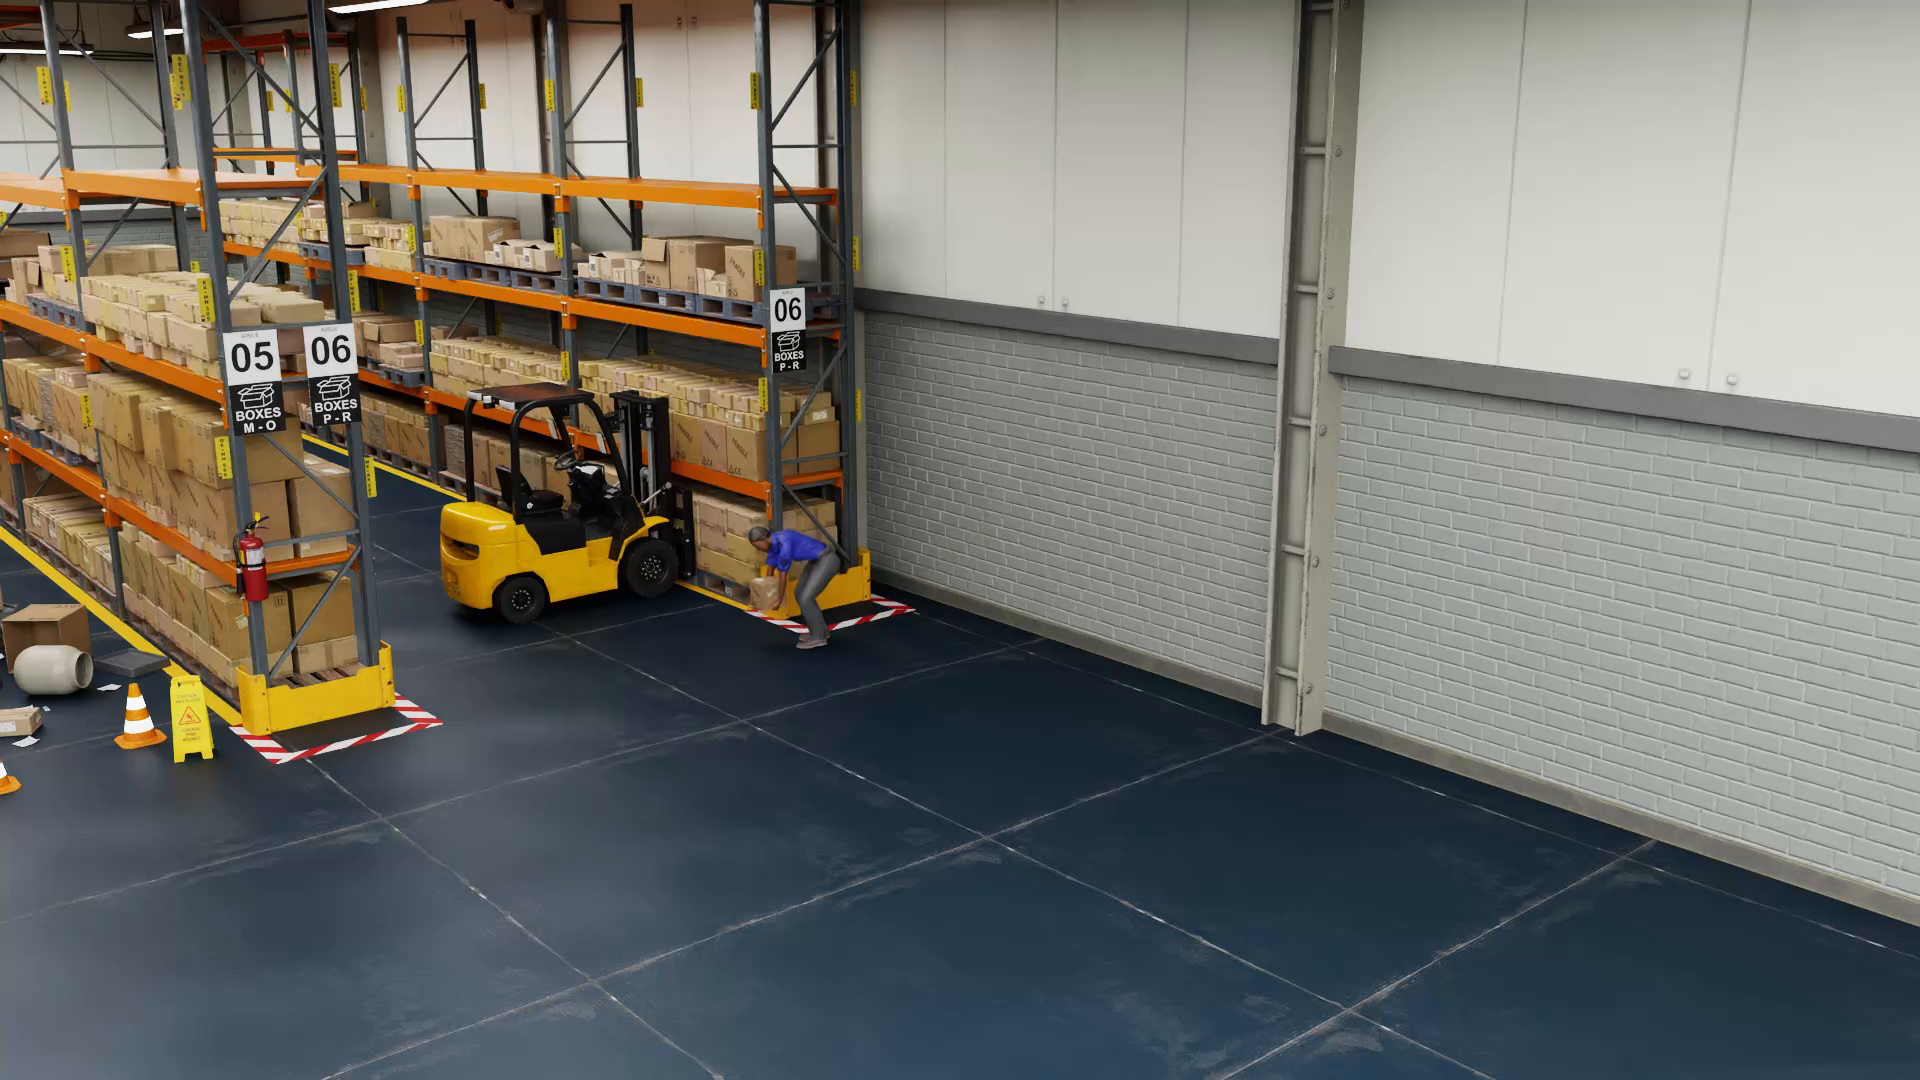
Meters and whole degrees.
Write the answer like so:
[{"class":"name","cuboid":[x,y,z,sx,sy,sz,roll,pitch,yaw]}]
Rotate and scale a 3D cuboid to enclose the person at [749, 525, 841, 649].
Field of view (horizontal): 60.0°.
[{"class":"person","cuboid":[-1.523,0.417,15.382,0.839,1.165,0.428,-4,15,-15]}]
